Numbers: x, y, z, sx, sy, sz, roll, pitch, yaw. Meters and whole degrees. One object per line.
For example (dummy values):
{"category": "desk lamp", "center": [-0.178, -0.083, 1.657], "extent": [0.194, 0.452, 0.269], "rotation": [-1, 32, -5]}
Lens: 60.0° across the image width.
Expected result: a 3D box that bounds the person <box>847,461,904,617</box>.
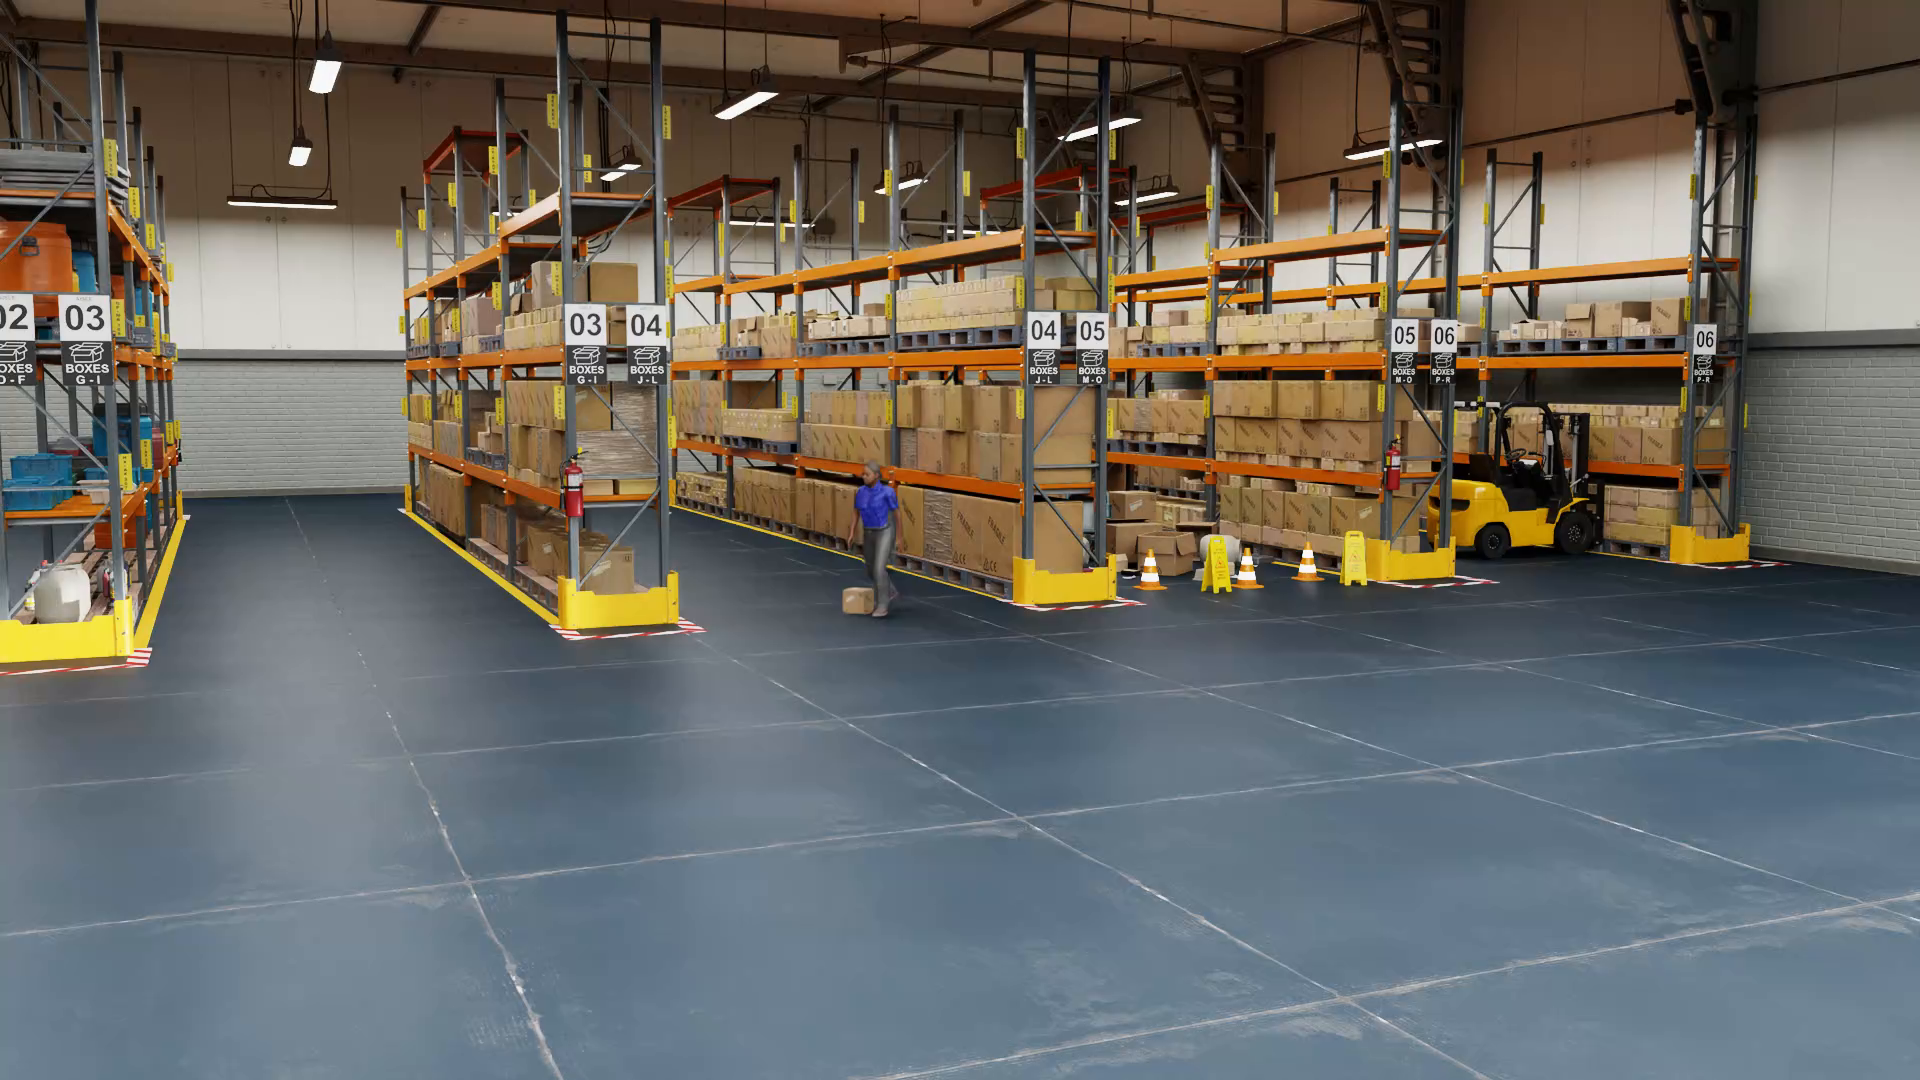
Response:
{"category": "person", "center": [-0.802, -0.034, 17.477], "extent": [0.573, 1.606, 0.789], "rotation": [4, 7, 35]}
